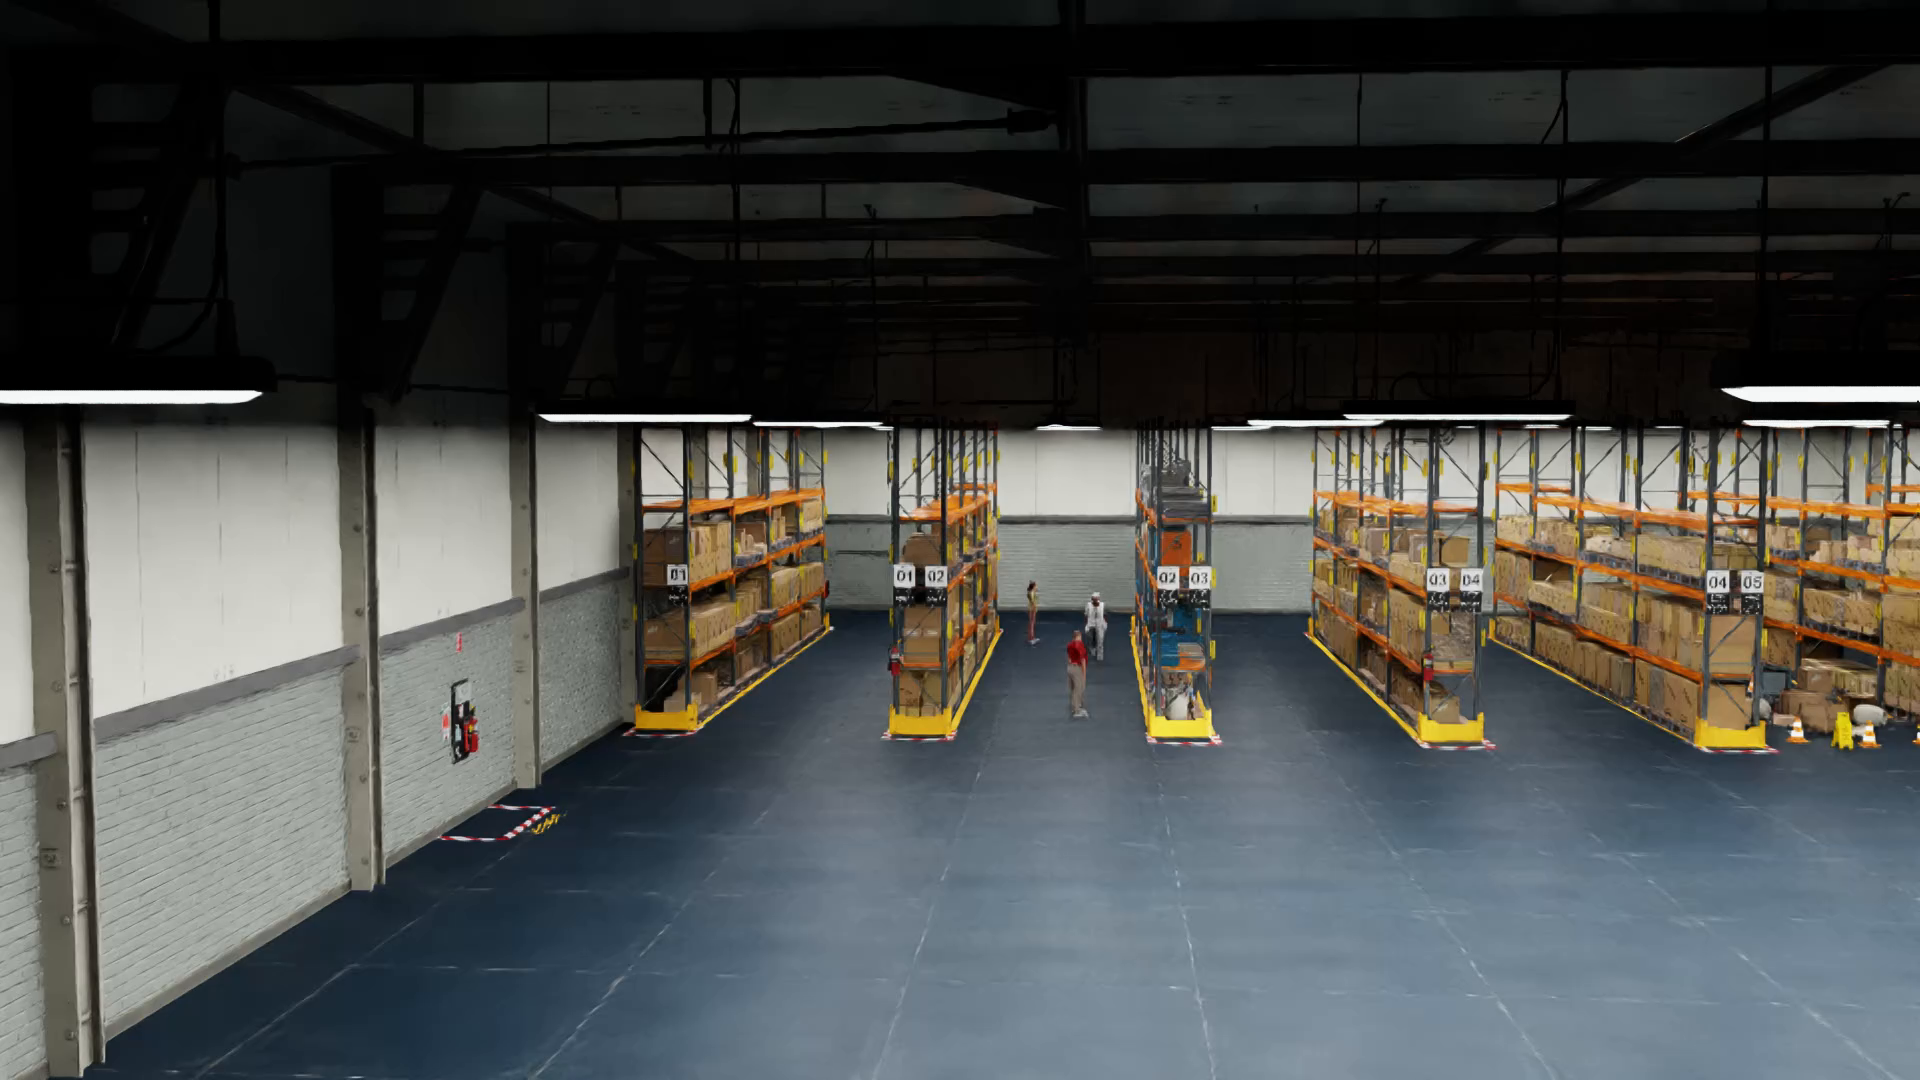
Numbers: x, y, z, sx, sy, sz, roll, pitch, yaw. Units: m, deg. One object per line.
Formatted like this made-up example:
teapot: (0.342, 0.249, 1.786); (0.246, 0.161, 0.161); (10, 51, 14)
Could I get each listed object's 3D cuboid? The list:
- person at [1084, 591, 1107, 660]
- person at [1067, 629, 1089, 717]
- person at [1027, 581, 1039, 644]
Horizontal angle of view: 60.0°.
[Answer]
person: (3.400, 2.132, 41.741); (0.566, 1.706, 1.122); (0, 4, 7)
person: (2.399, 2.658, 33.475); (0.450, 1.731, 0.589); (-2, 4, -26)
person: (1.974, 1.935, 44.907); (0.385, 1.678, 0.590); (0, 4, -5)
